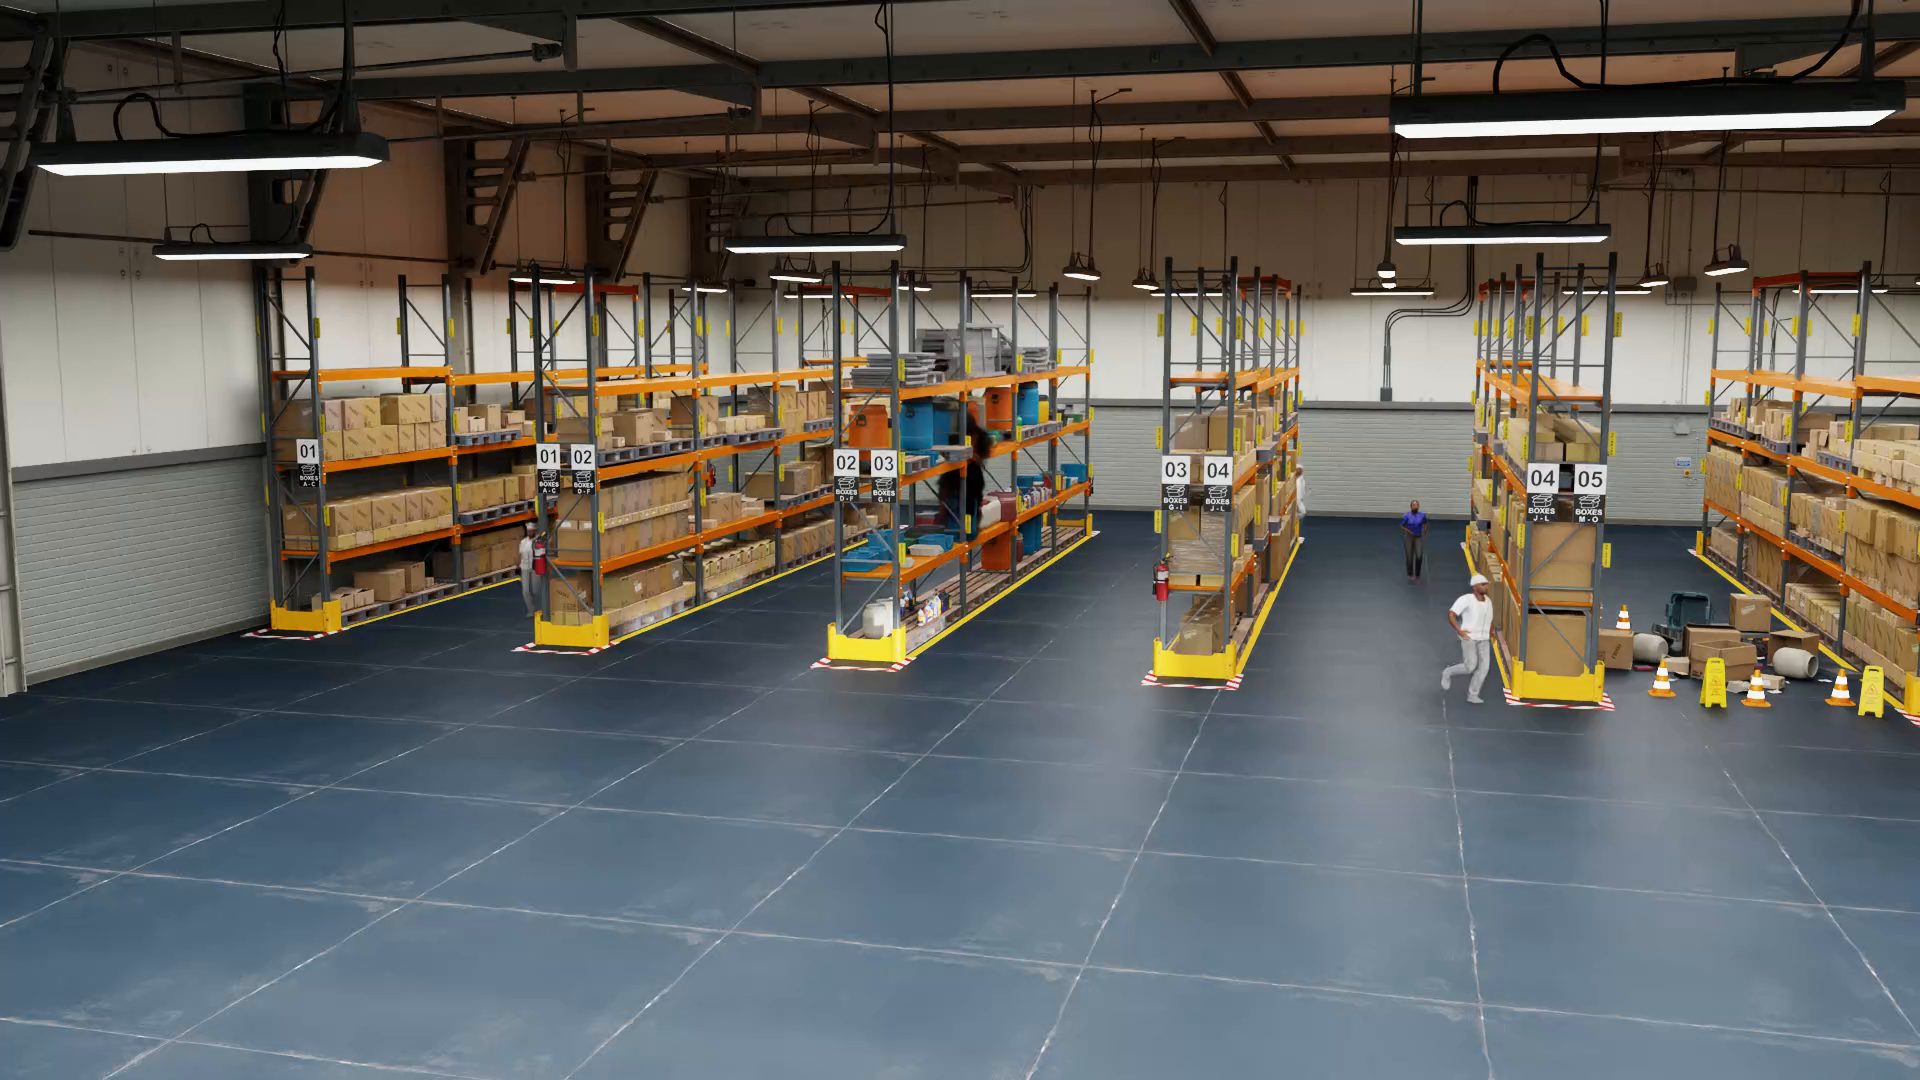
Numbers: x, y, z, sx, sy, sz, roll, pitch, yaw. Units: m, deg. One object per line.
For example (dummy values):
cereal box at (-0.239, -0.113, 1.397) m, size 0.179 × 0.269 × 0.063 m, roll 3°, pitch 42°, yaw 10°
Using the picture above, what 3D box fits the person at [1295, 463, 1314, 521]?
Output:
person at (8.238, -0.990, 40.385) m, size 0.605 × 1.734 × 0.693 m, roll 5°, pitch 9°, yaw 33°

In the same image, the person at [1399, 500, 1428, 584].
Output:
person at (8.953, 0.045, 32.812) m, size 0.572 × 1.683 × 0.697 m, roll 1°, pitch 7°, yaw 10°

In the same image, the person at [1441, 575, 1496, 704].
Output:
person at (6.956, 1.321, 22.489) m, size 0.756 × 1.715 × 0.725 m, roll -3°, pitch 8°, yaw -25°

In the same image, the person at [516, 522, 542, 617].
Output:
person at (-7.473, 0.503, 29.048) m, size 0.574 × 1.649 × 0.566 m, roll 1°, pitch 7°, yaw 8°
